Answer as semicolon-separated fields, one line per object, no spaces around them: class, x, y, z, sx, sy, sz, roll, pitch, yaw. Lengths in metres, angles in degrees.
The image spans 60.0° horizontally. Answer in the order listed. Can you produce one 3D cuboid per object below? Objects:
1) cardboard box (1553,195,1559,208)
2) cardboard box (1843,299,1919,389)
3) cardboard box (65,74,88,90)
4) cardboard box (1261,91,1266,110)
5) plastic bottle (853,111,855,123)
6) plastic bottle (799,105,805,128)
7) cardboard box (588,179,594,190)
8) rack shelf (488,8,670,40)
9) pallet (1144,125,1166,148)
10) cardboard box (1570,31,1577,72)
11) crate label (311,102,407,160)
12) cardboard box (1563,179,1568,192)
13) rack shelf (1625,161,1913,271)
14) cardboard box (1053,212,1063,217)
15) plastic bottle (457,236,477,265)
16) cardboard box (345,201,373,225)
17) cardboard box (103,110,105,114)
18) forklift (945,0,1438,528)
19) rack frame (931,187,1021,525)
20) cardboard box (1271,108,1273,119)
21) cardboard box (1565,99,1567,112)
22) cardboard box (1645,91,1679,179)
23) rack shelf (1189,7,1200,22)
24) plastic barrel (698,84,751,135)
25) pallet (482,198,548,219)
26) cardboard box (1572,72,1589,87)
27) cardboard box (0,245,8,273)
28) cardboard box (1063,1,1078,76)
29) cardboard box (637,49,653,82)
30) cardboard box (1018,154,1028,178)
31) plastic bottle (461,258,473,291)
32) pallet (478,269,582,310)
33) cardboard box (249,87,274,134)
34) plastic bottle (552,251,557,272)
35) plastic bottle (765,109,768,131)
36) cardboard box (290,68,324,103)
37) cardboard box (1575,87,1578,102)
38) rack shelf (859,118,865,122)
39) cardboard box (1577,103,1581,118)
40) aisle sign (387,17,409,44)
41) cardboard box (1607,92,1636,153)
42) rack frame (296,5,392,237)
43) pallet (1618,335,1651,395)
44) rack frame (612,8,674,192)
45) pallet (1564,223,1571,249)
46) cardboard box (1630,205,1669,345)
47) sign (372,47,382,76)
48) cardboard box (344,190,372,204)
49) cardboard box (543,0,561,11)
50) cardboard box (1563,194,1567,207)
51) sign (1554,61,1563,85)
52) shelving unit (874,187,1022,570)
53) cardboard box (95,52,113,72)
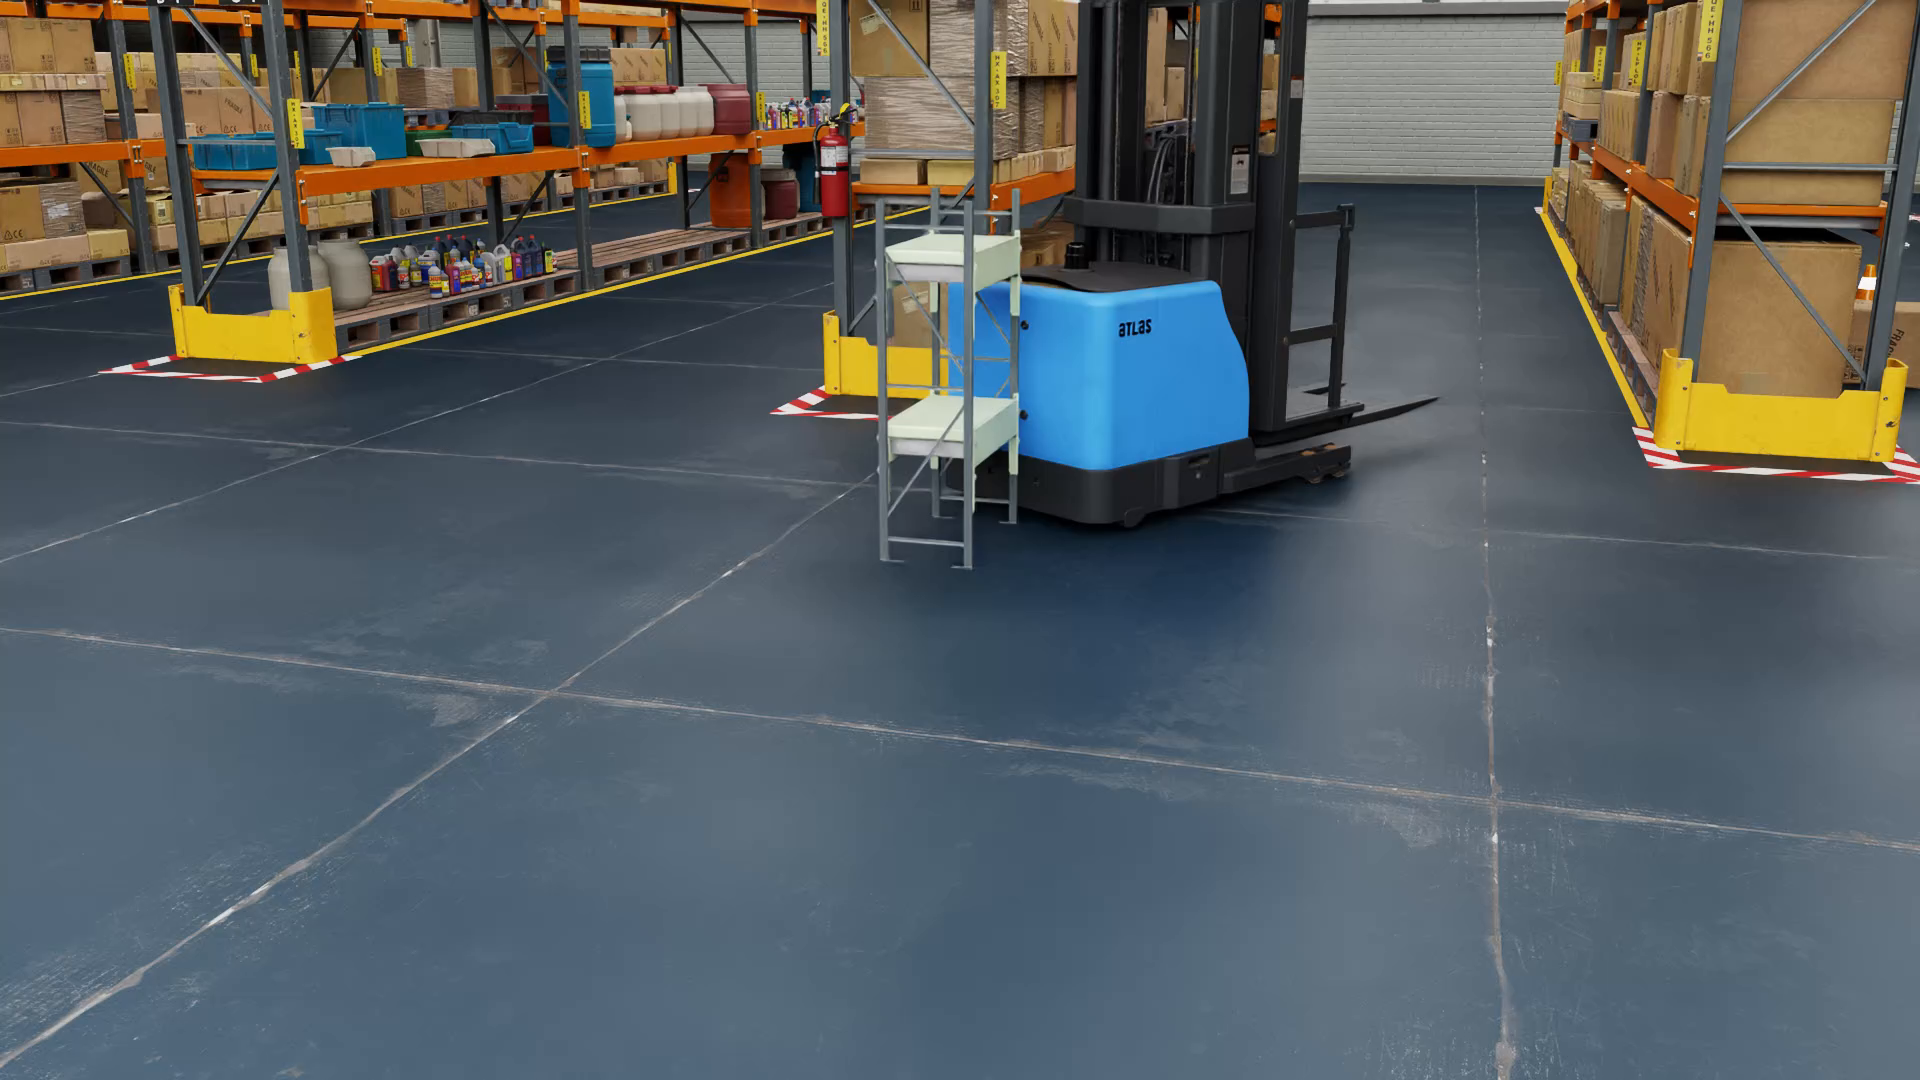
cardboard box;8.149;-4.520;22.224;0.380;0.149;0.250;4;16;13
cardboard box;6.111;-1.307;11.015;0.500;0.500;0.500;8;18;25
cardboard box;-8.600;-4.382;15.909;0.380;0.149;0.250;4;16;15
cardboard box;3.935;-6.065;22.946;0.500;0.250;0.500;5;16;16
plastic bottle;-1.443;-5.626;22.030;0.097;0.201;0.097;0;16;0
plastic bottle;-1.950;-5.192;20.373;0.097;0.271;0.097;0;16;0
cardboard box;-5.819;-5.436;25.382;0.380;0.166;0.250;5;16;16
rack shelf;-5.814;-7.887;25.461;1.077;0.370;4.000;5;16;16
pallet;1.198;-3.501;14.528;1.003;0.211;1.213;5;16;16
cardboard box;7.858;-6.039;20.561;0.500;0.500;0.500;4;16;14
crate label;-4.780;-3.262;13.268;0.502;0.435;0.616;5;16;16
cardboard box;7.791;-4.452;20.894;0.380;0.149;0.250;4;16;15
rack shelf;5.000;-2.124;10.640;1.077;0.370;4.000;5;16;16
cardboard box;1.190;-2.696;15.113;0.700;0.500;0.500;5;16;16
plastic bottle;-4.397;-2.536;14.821;0.144;0.351;0.185;5;16;16
cardboard box;-7.434;-3.943;20.004;0.500;0.250;0.500;5;17;17
cardboard box;-11.717;-5.689;22.312;0.380;0.149;0.250;5;17;18
forklift;1.352;-1.783;8.245;3.031;2.935;1.130;-14;21;-41
rack frame;0.067;-0.807;7.425;0.400;1.500;0.023;5;16;16
cardboard box;4.321;-6.171;24.048;0.380;0.149;0.250;5;16;16
cardboard box;7.215;-5.027;19.248;0.380;0.149;0.250;5;17;17
cardboard box;5.074;-2.691;11.044;0.875;0.550;0.550;5;16;16
rack shelf;1.410;-5.025;15.370;1.077;0.370;4.000;5;16;16
plastic barrel;-2.612;-4.756;18.351;0.600;0.536;0.708;5;16;16
pallet;-6.577;-4.710;23.547;1.003;0.211;1.213;5;16;16
cardboard box;6.922;-5.048;18.231;0.380;0.149;0.250;5;17;18
cardboard box;-8.999;-2.522;14.993;0.500;0.250;0.500;5;16;16
cardboard box;0.548;-3.546;11.773;0.500;0.500;0.500;5;16;16
cardboard box;-5.251;-7.573;26.515;0.500;0.500;0.500;5;17;17
cardboard box;0.240;-2.489;11.067;0.380;0.149;0.250;5;16;16
plastic bottle;-4.104;-2.207;13.809;0.097;0.271;0.097;0;16;0
pallet;-4.138;-2.275;14.963;1.003;0.211;1.213;5;16;16
cardboard box;-7.980;-4.828;18.672;0.500;0.500;0.500;4;16;13
plastic bottle;-3.712;-2.535;15.092;0.097;0.201;0.097;0;16;0
plastic bottle;-2.279;-4.890;19.308;0.097;0.271;0.097;0;16;0
cardboard box;-10.750;-7.126;26.405;0.980;0.700;0.700;4;16;14
cardboard box;6.700;-4.698;17.543;0.380;0.149;0.250;5;16;15
rack shelf;-1.066;-6.059;24.512;1.077;0.370;4.000;5;16;16
cardboard box;6.477;-4.351;16.863;0.380;0.149;0.250;5;16;16
aisle sign;-9.688;-8.943;28.597;0.394;0.787;0.004;5;16;16
cardboard box;5.889;-3.596;14.329;0.500;0.500;0.500;4;16;15
rack frame;-7.519;-5.220;20.238;1.000;3.000;0.127;5;16;16
pallet;4.932;-1.139;10.959;1.003;0.211;1.213;5;16;16
rack frame;-5.245;-7.313;27.617;1.000;3.000;0.127;5;16;16
pallet;7.622;-3.541;19.428;1.003;0.211;1.213;5;16;16
cardboard box;5.070;-1.778;11.226;0.875;0.875;0.875;5;17;16
sign;-6.986;-5.735;19.931;0.100;0.325;0.005;5;16;16
cardboard box;-7.432;-4.213;19.929;0.500;0.311;0.500;5;17;17
cardboard box;-6.007;-7.746;23.919;0.500;0.250;0.500;5;16;16
cardboard box;7.626;-4.167;20.435;0.380;0.149;0.250;5;17;17
sign;8.458;-6.592;23.486;0.100;0.325;0.005;5;16;16
shelving unit;-0.037;-0.711;7.088;0.431;1.500;0.755;5;16;16
cardboard box;-11.741;-6.405;22.273;0.500;0.250;0.500;4;16;15
